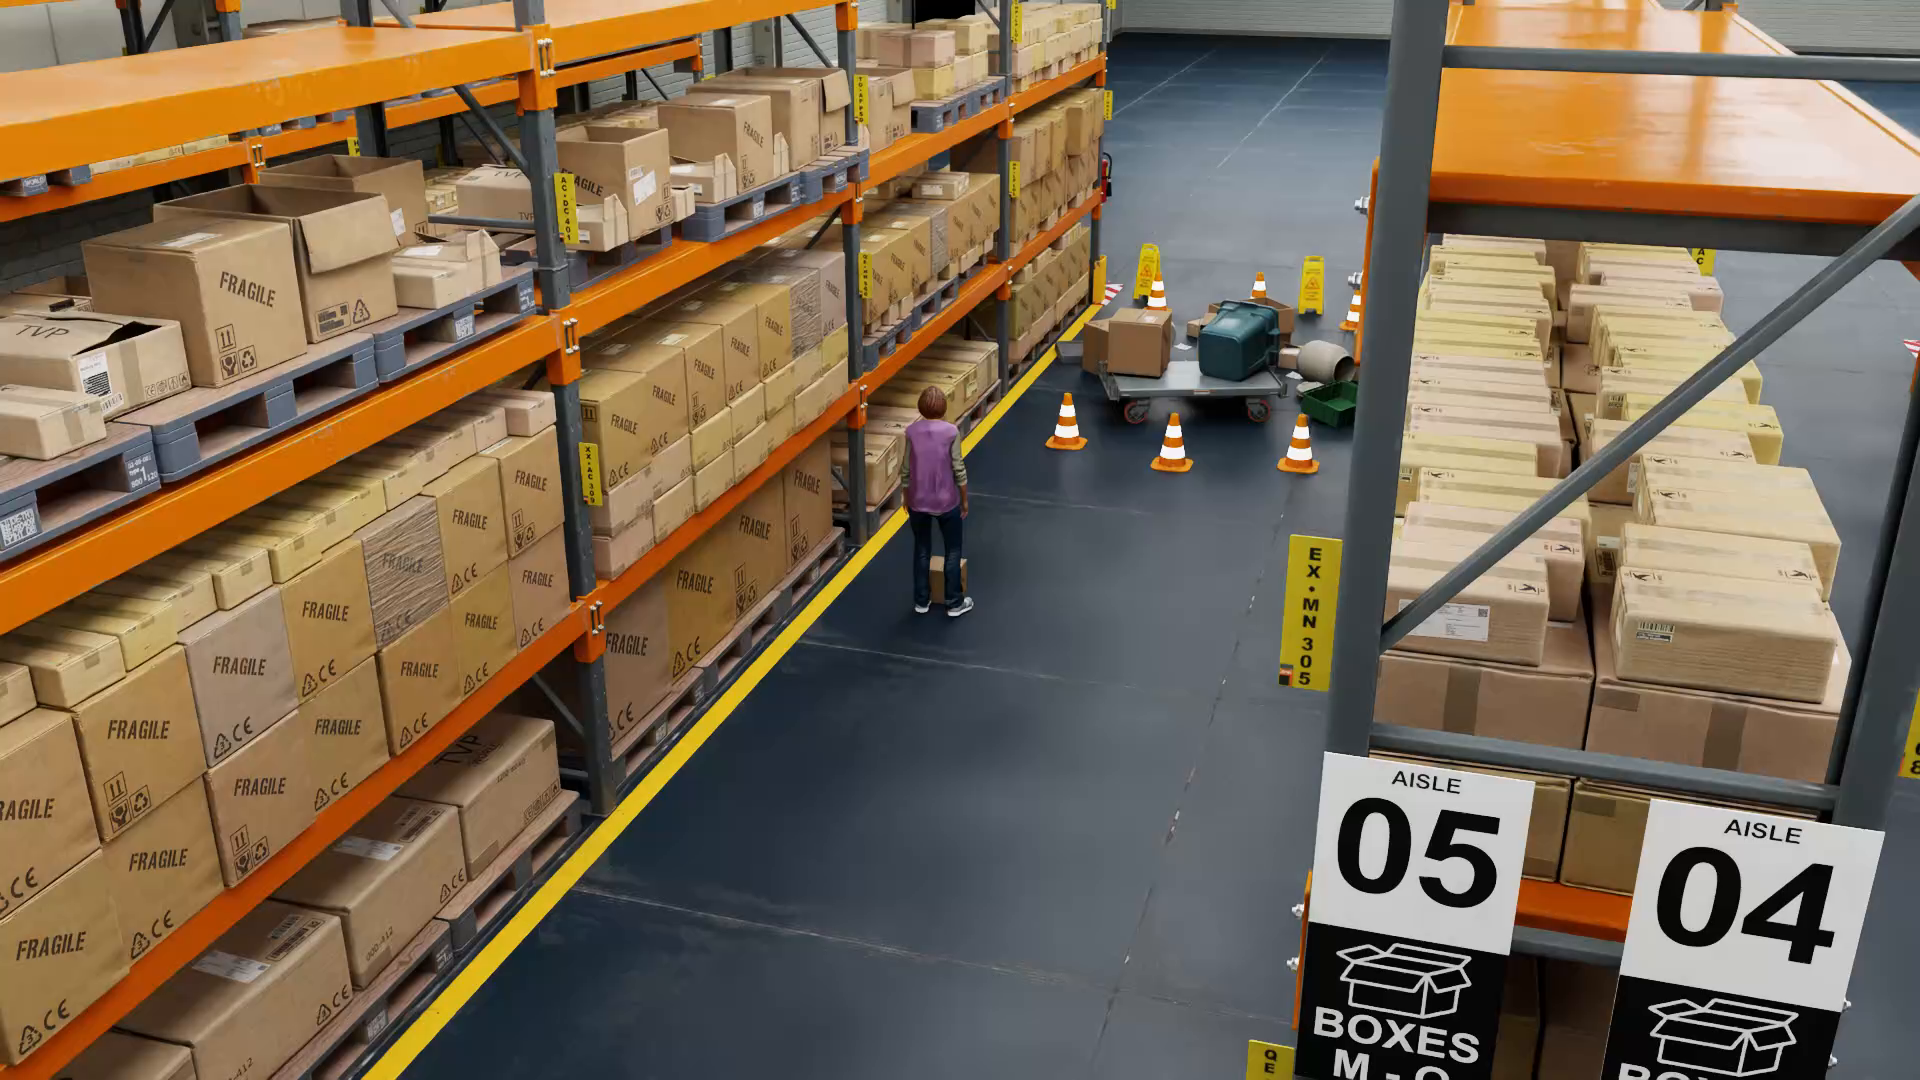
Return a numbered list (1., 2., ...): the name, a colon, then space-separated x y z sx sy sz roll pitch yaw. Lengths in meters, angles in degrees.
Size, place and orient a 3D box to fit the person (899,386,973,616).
1. person: -0.167 -0.249 11.215 0.478 1.591 0.346 5 23 12
